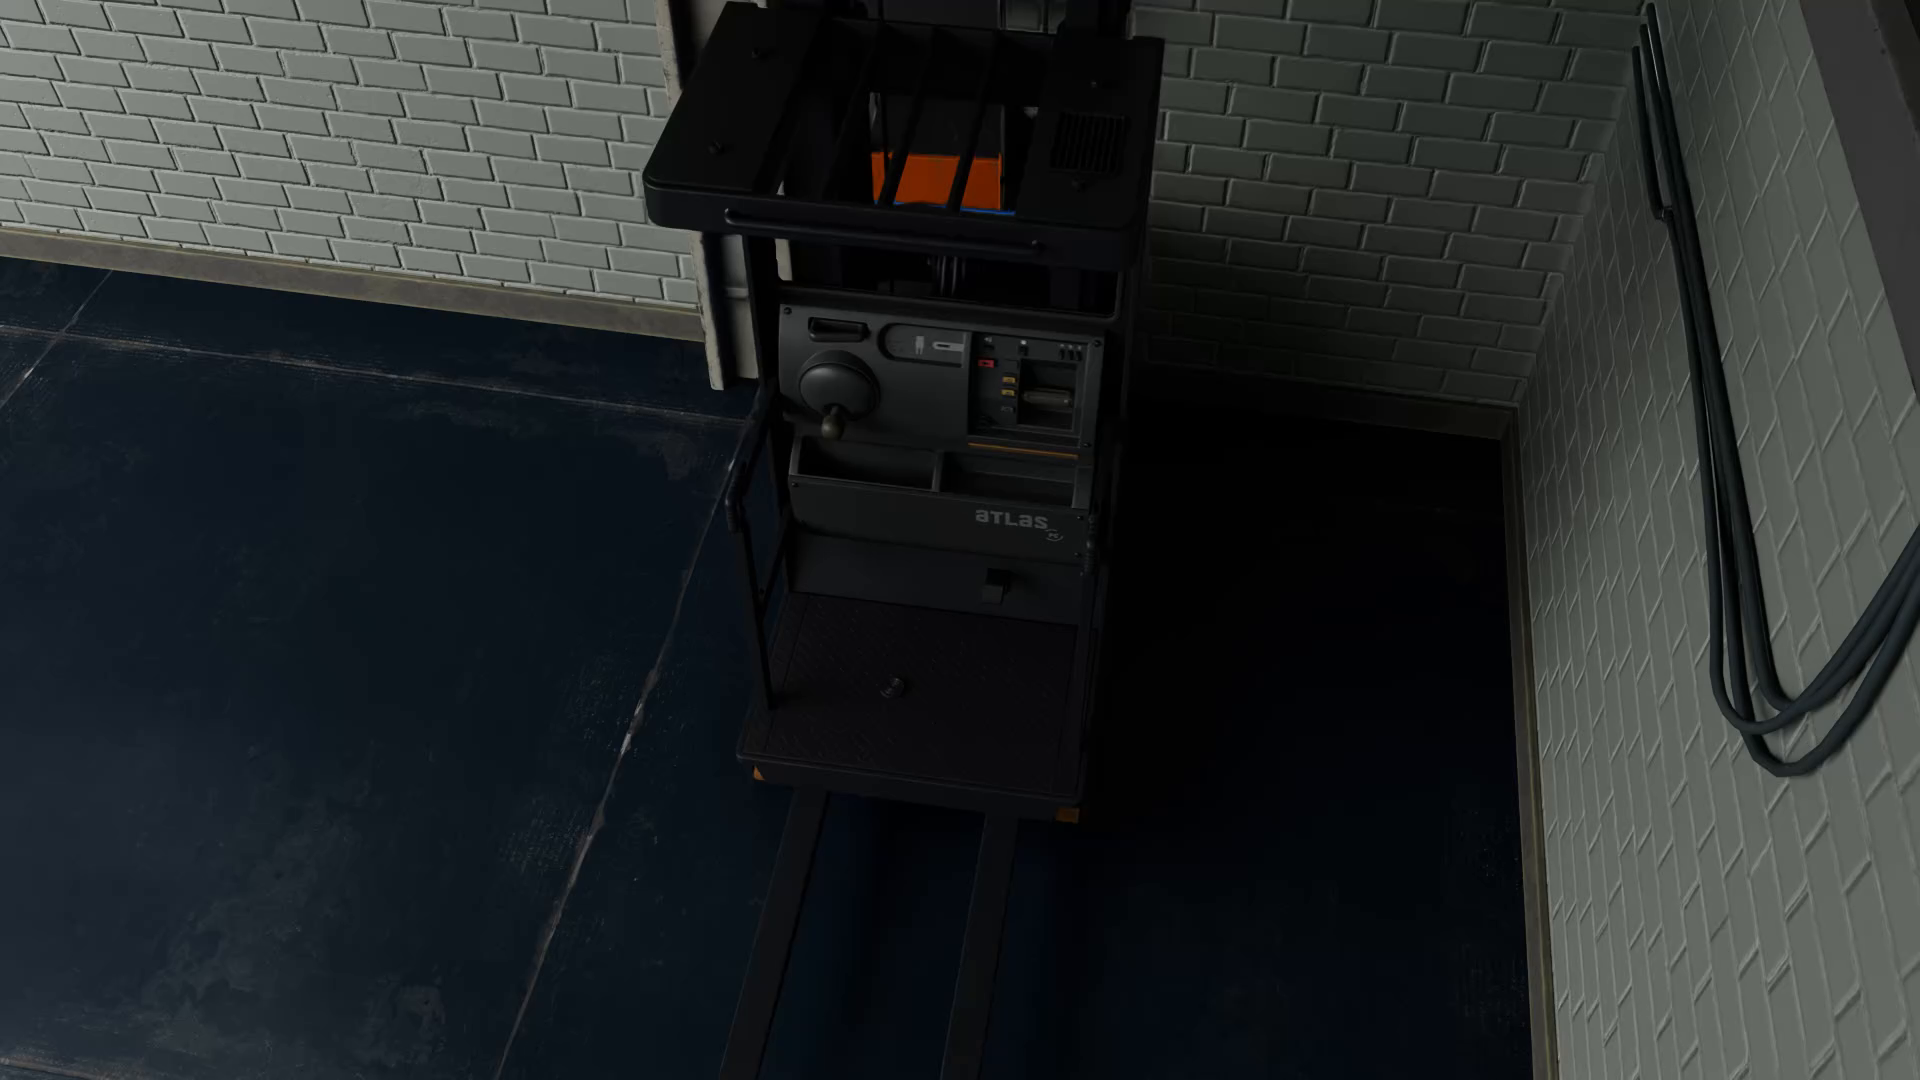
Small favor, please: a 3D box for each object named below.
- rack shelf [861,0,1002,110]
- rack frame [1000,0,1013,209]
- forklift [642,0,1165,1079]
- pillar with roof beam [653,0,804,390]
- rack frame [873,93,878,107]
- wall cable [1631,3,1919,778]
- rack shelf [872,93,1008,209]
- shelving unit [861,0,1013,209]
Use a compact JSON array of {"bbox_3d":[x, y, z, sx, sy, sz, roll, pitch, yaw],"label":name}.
[{"bbox_3d":[-0.083,-1.763,5.454,0.480,0.518,0.431,4,53,5],"label":"rack shelf"},{"bbox_3d":[0.176,-1.326,5.977,0.015,2.100,0.400,4,53,5],"label":"rack frame"},{"bbox_3d":[-0.090,-0.354,4.598,1.130,2.935,3.031,7,48,6],"label":"forklift"},{"bbox_3d":[-1.563,-0.562,0.706,0.400,9.000,9.100,8,49,7],"label":"pillar with roof beam"},{"bbox_3d":[-0.309,-1.363,6.020,0.015,2.100,0.400,4,53,5],"label":"rack frame"},{"bbox_3d":[1.867,-1.318,3.472,0.112,2.526,3.097,8,49,7],"label":"wall cable"},{"bbox_3d":[-0.066,-1.336,6.009,0.480,0.518,0.431,4,53,5],"label":"rack shelf"},{"bbox_3d":[-0.066,-1.345,5.999,0.503,2.100,0.431,4,53,5],"label":"shelving unit"}]
